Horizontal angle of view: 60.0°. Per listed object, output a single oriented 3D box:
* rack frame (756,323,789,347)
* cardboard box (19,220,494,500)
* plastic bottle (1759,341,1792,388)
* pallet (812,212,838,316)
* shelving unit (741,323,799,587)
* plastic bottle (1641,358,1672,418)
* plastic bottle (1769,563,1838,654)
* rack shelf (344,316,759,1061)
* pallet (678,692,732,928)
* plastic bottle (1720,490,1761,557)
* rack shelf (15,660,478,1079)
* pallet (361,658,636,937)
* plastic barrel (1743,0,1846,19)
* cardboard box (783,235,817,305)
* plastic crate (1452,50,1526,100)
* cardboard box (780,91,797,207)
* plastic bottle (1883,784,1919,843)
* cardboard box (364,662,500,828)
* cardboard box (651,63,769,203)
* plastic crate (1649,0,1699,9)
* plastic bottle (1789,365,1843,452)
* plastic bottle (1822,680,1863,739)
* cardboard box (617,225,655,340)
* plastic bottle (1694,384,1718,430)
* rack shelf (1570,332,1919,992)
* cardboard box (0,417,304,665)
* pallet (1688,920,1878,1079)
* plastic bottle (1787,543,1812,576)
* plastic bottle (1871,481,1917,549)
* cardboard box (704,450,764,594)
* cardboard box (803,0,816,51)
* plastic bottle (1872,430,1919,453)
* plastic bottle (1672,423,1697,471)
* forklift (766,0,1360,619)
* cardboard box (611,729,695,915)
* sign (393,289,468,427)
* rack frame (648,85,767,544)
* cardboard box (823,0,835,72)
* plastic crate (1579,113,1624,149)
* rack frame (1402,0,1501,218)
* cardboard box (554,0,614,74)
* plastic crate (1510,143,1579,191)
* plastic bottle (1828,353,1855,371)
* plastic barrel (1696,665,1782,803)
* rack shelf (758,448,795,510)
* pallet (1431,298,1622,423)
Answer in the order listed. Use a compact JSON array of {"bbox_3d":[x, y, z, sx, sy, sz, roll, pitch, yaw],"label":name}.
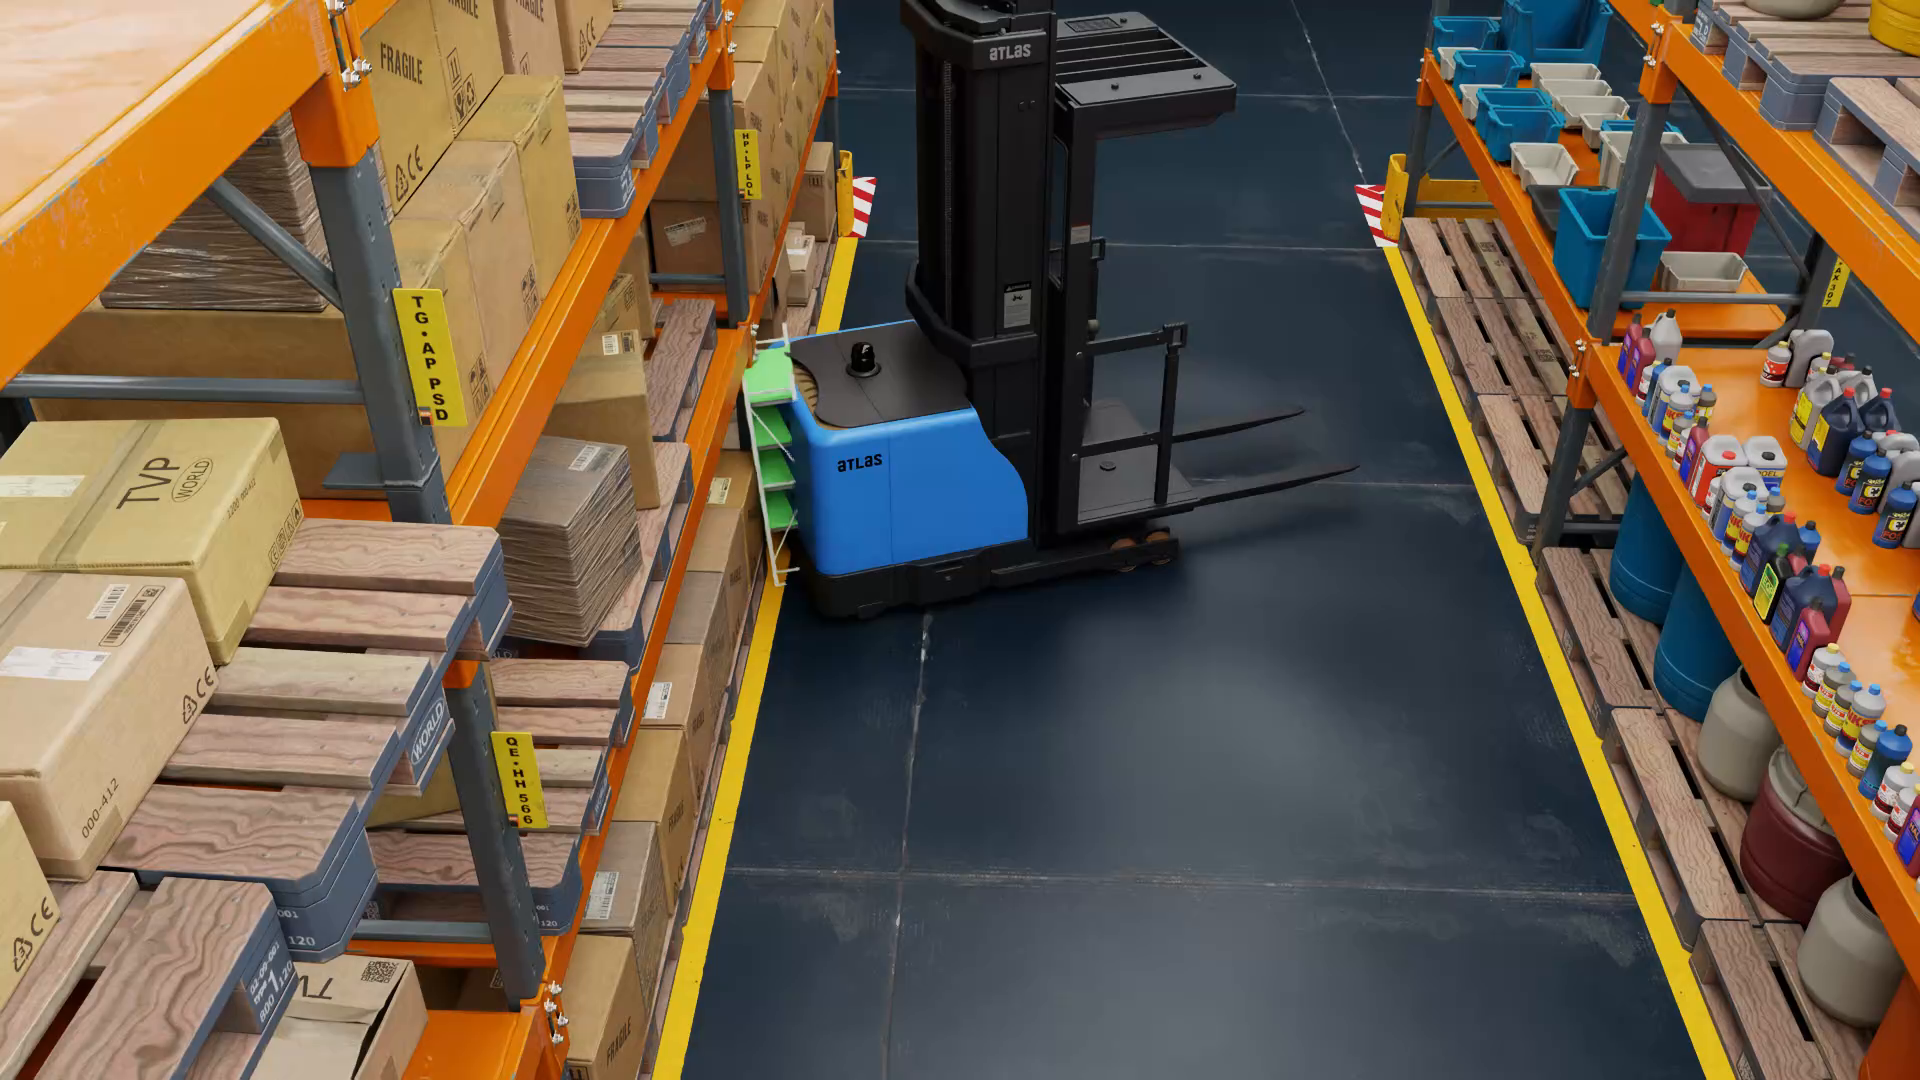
[{"bbox_3d":[-0.925,-0.550,8.421,0.240,1.200,0.015,-8,36,-5],"label":"rack frame"},{"bbox_3d":[-1.684,-0.446,4.026,0.910,0.500,0.500,1,35,2],"label":"cardboard box"},{"bbox_3d":[3.624,-0.785,7.377,0.097,0.201,0.097,0,35,0],"label":"plastic bottle"},{"bbox_3d":[-1.381,-1.880,11.188,1.003,0.211,1.213,1,35,2],"label":"pallet"},{"bbox_3d":[-0.888,-0.411,8.224,0.258,1.200,0.503,-8,36,-5],"label":"shelving unit"},{"bbox_3d":[3.005,-0.656,7.132,0.097,0.271,0.097,0,35,0],"label":"plastic bottle"},{"bbox_3d":[2.965,0.221,5.816,0.144,0.351,0.185,1,35,2],"label":"plastic bottle"},{"bbox_3d":[-1.588,0.219,6.402,1.077,0.370,4.000,1,35,2],"label":"rack shelf"},{"bbox_3d":[-1.548,1.087,6.965,1.003,0.211,1.213,1,35,2],"label":"pallet"},{"bbox_3d":[2.964,-0.067,6.295,0.097,0.271,0.097,0,35,0],"label":"plastic bottle"},{"bbox_3d":[-1.748,1.289,2.269,1.077,0.370,4.000,1,35,2],"label":"rack shelf"},{"bbox_3d":[-1.711,0.761,5.171,1.213,0.211,1.003,1,35,2],"label":"pallet"},{"bbox_3d":[3.170,-2.266,6.220,0.433,0.535,0.433,0,35,0],"label":"plastic barrel"},{"bbox_3d":[-1.190,-1.715,10.536,0.500,0.250,0.500,1,35,2],"label":"cardboard box"},{"bbox_3d":[3.237,-2.850,10.236,0.416,0.233,0.300,1,35,2],"label":"plastic crate"},{"bbox_3d":[-1.175,-2.134,9.036,0.500,0.500,0.500,1,35,2],"label":"cardboard box"},{"bbox_3d":[2.903,0.830,5.078,0.097,0.201,0.097,0,35,0],"label":"plastic bottle"},{"bbox_3d":[-1.755,0.496,4.929,0.700,0.500,0.500,-10,36,-14],"label":"cardboard box"},{"bbox_3d":[-1.207,-1.939,7.890,0.500,0.500,0.500,2,35,3],"label":"cardboard box"},{"bbox_3d":[3.157,-2.499,7.219,0.450,0.188,0.662,1,35,2],"label":"plastic crate"},{"bbox_3d":[3.588,-0.556,6.921,0.144,0.351,0.185,1,35,2],"label":"plastic bottle"},{"bbox_3d":[2.923,0.551,5.476,0.097,0.201,0.097,0,35,0],"label":"plastic bottle"},{"bbox_3d":[-1.750,-1.171,7.300,0.700,0.500,0.500,-10,36,-14],"label":"cardboard box"},{"bbox_3d":[3.153,-0.567,7.067,0.097,0.201,0.097,0,35,0],"label":"plastic bottle"},{"bbox_3d":[3.362,0.335,6.236,1.077,0.370,4.000,1,35,2],"label":"rack shelf"},{"bbox_3d":[-1.630,-0.002,3.247,0.500,0.250,0.500,-1,35,-2],"label":"cardboard box"},{"bbox_3d":[3.271,1.877,5.842,1.003,0.211,1.213,1,35,2],"label":"pallet"},{"bbox_3d":[2.991,0.157,5.965,0.061,0.283,0.133,1,35,2],"label":"plastic bottle"},{"bbox_3d":[3.574,-0.104,6.346,0.097,0.271,0.097,0,35,0],"label":"plastic bottle"},{"bbox_3d":[-1.241,-0.092,8.009,0.500,0.500,0.500,1,35,2],"label":"cardboard box"},{"bbox_3d":[-1.125,-3.123,9.574,0.500,0.500,0.500,2,35,3],"label":"cardboard box"},{"bbox_3d":[3.714,-0.324,6.656,0.152,0.276,0.135,1,35,2],"label":"plastic bottle"},{"bbox_3d":[2.988,-0.382,6.803,0.097,0.201,0.097,0,35,0],"label":"plastic bottle"},{"bbox_3d":[0.595,-1.315,8.018,3.031,2.935,1.130,-11,37,-15],"label":"forklift"},{"bbox_3d":[-1.323,1.072,6.353,0.500,0.500,0.500,1,35,1],"label":"cardboard box"},{"bbox_3d":[-1.114,-0.380,3.501,0.100,0.325,0.005,1,35,2],"label":"sign"},{"bbox_3d":[-1.507,-1.225,7.830,1.000,3.000,0.127,1,35,2],"label":"rack frame"},{"bbox_3d":[-1.093,-3.300,10.696,0.500,0.500,0.500,2,35,3],"label":"cardboard box"},{"bbox_3d":[3.745,-2.353,9.612,0.298,0.136,0.250,1,35,2],"label":"plastic crate"},{"bbox_3d":[3.603,-3.406,10.934,1.000,3.000,0.127,1,35,2],"label":"rack frame"},{"bbox_3d":[-1.605,-2.033,5.833,0.600,0.600,0.600,1,35,1],"label":"cardboard box"},{"bbox_3d":[3.212,-2.032,9.156,0.293,0.136,0.466,1,35,2],"label":"plastic crate"},{"bbox_3d":[3.785,-0.693,7.174,0.061,0.283,0.133,1,35,2],"label":"plastic bottle"},{"bbox_3d":[3.263,0.779,6.777,0.421,0.512,0.421,0,35,0],"label":"plastic barrel"},{"bbox_3d":[-0.884,-0.359,8.262,0.258,0.148,0.480,-8,36,-5],"label":"rack shelf"},{"bbox_3d":[3.479,-1.094,10.068,1.003,0.211,1.213,1,35,2],"label":"pallet"}]
